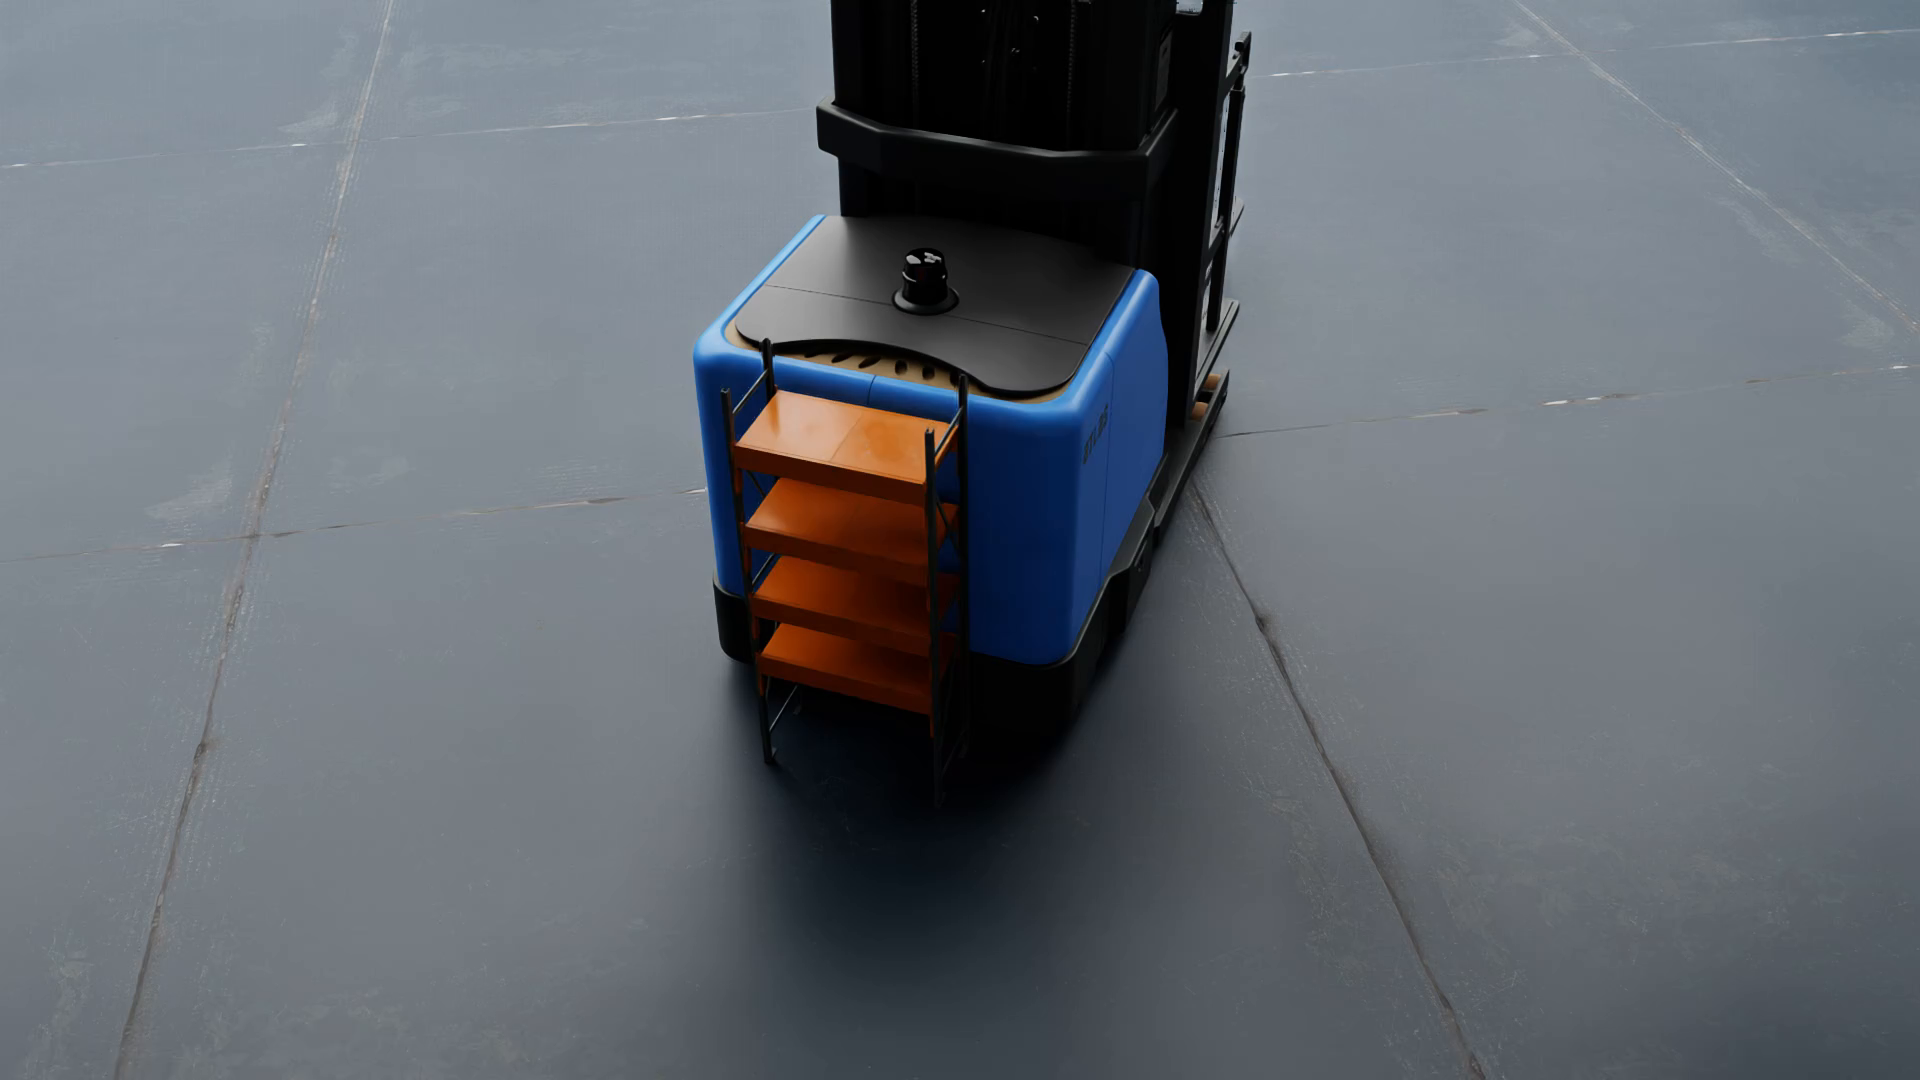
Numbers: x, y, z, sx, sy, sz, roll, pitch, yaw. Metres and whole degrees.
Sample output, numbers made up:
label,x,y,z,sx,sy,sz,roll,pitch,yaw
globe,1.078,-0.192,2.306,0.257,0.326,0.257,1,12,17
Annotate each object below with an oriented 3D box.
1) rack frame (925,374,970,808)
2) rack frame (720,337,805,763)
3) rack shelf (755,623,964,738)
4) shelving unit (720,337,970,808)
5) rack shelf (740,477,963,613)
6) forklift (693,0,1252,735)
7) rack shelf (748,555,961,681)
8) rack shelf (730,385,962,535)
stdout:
label,x,y,z,sx,sy,sz,roll,pitch,yaw
rack frame,-0.025,0.163,4.057,0.015,1.200,0.240,12,41,15
rack frame,-0.485,0.063,4.185,0.015,1.200,0.240,12,41,15
rack shelf,-0.253,0.319,4.289,0.480,0.148,0.258,12,41,15
shelving unit,-0.255,0.113,4.121,0.503,1.200,0.258,12,41,15
rack shelf,-0.256,-0.008,4.022,0.480,0.148,0.258,12,41,15
forklift,0.294,-1.541,4.845,1.130,2.935,3.031,13,40,16
rack shelf,-0.254,0.165,4.164,0.480,0.148,0.258,12,41,15
rack shelf,-0.258,-0.192,3.873,0.480,0.148,0.258,12,41,15
